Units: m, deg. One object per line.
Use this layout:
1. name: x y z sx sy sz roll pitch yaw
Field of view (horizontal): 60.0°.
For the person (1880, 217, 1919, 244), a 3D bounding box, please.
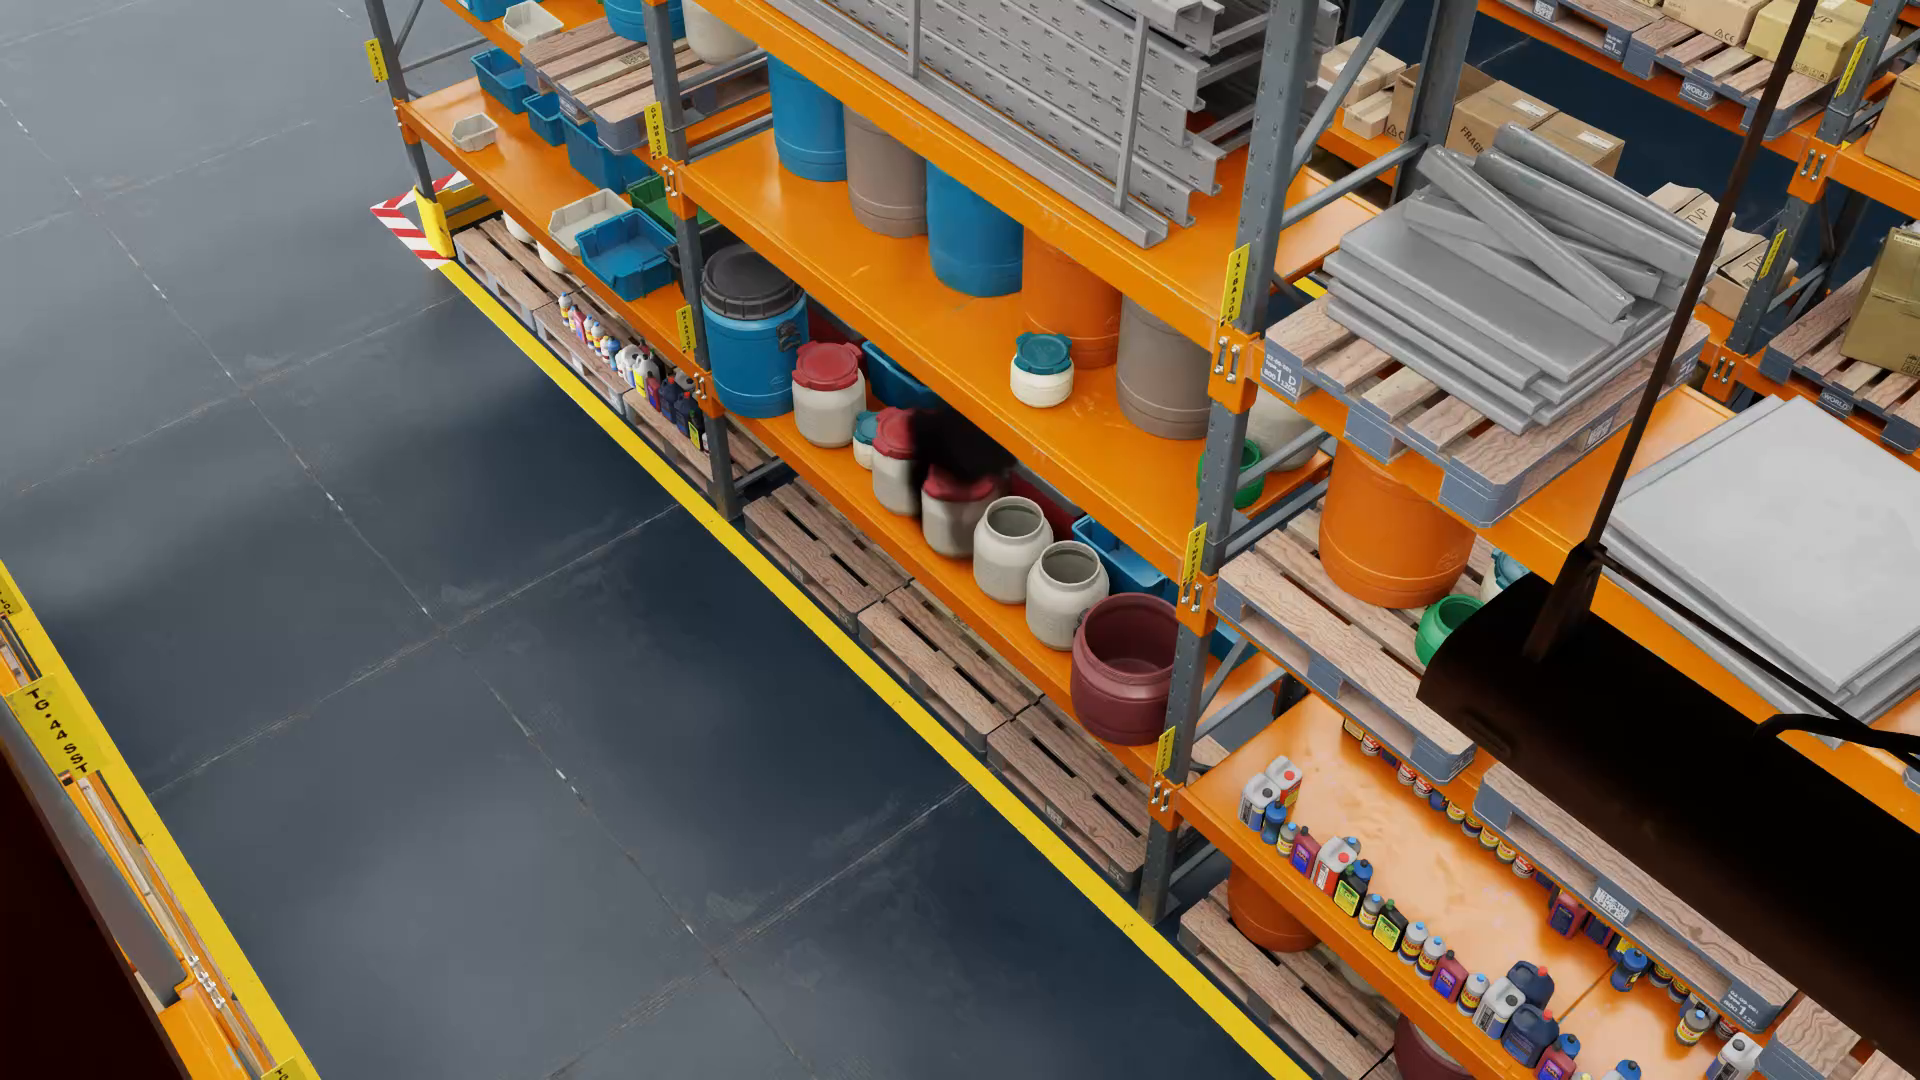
1. person: 6.584 -1.910 11.615 0.612 1.583 0.495 -27 52 -23
